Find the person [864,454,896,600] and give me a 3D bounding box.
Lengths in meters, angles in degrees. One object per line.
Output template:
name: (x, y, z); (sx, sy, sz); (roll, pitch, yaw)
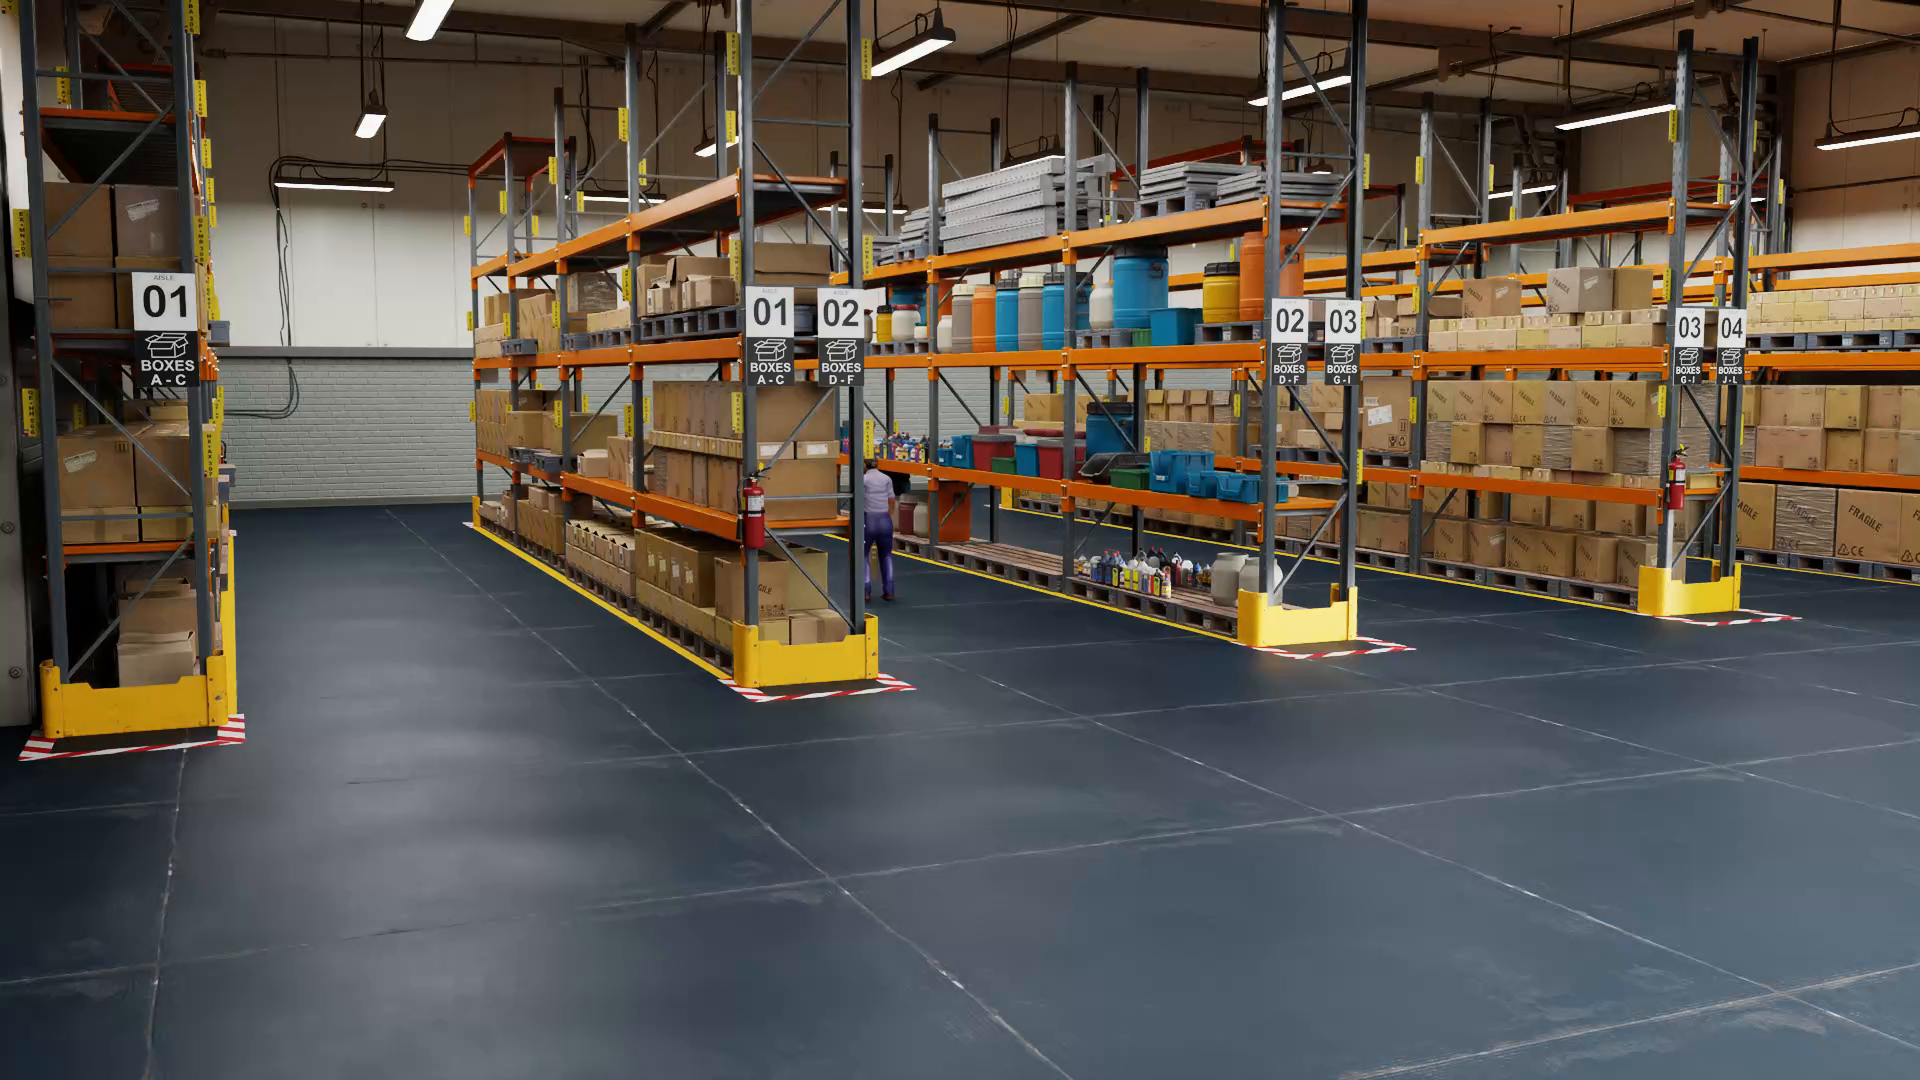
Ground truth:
person: (-0.971, -0.153, 18.623); (0.532, 1.654, 0.421); (-3, 6, -25)
